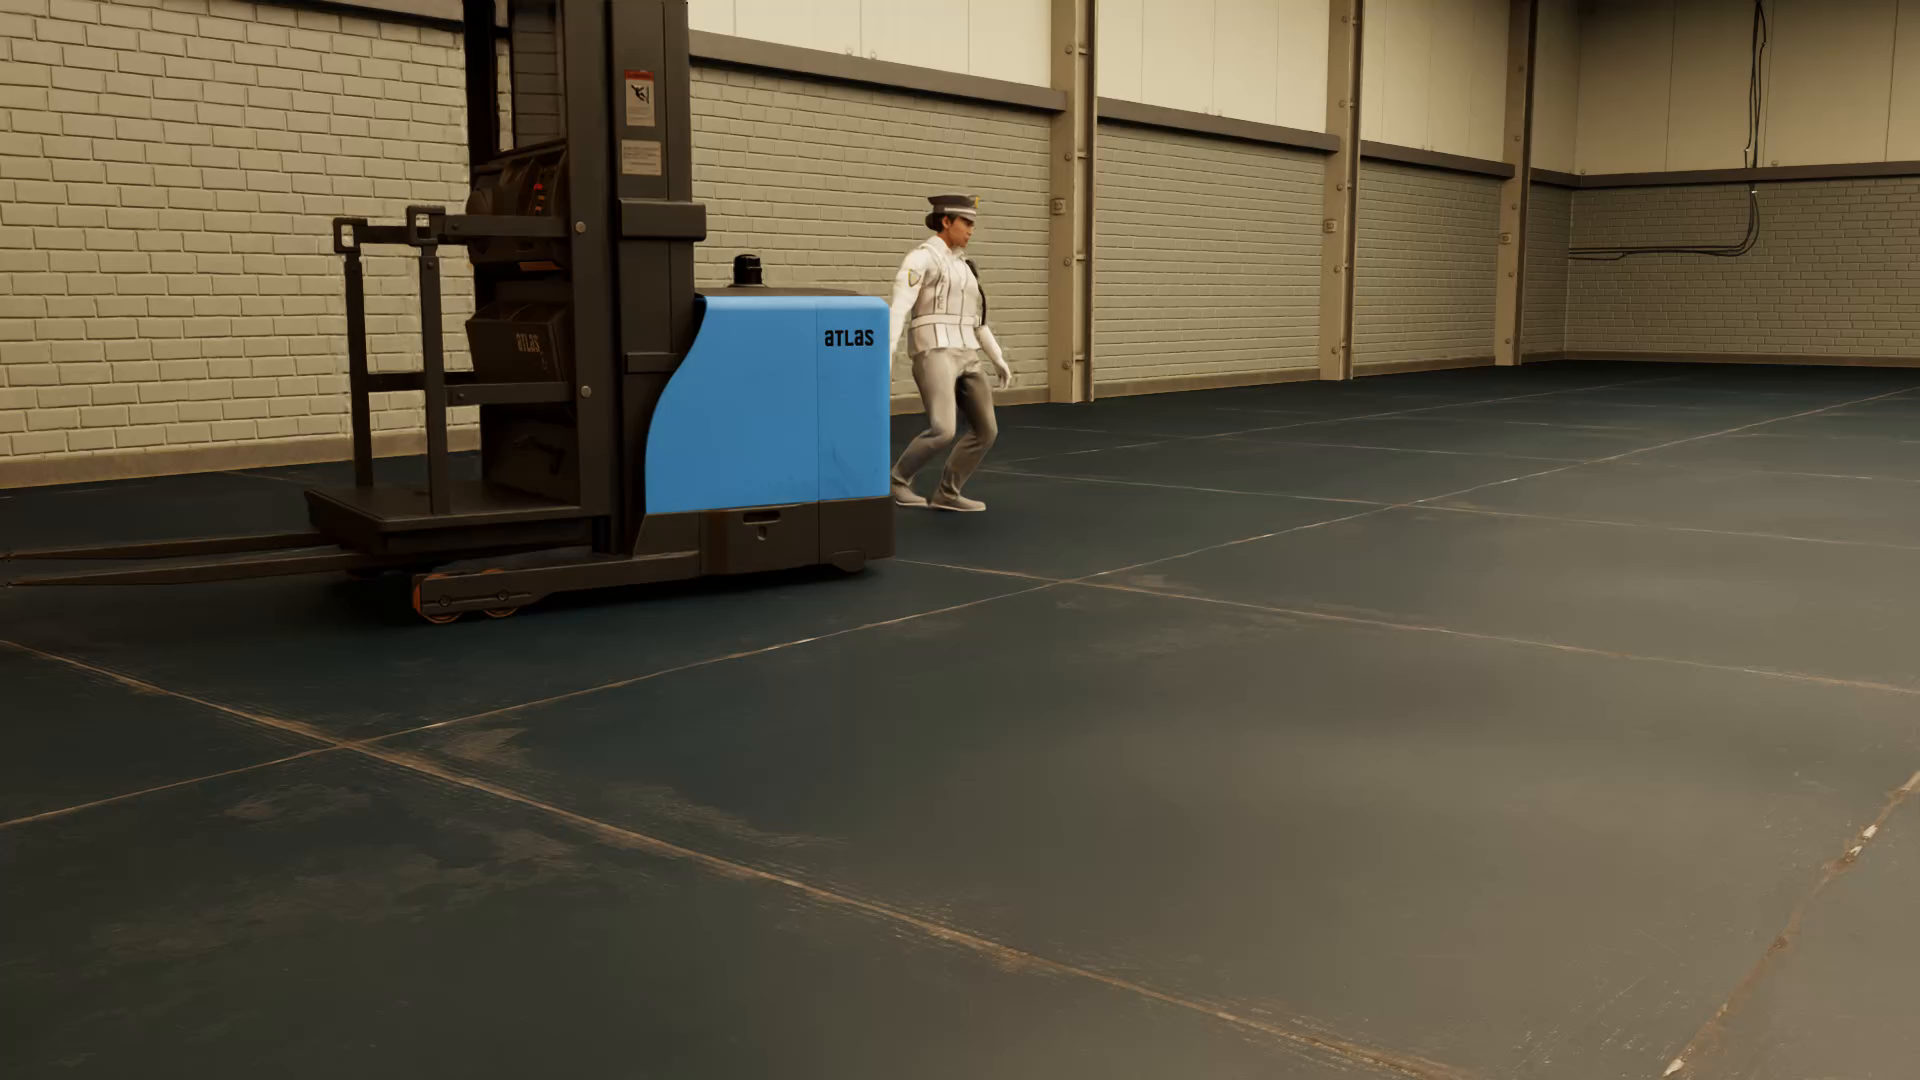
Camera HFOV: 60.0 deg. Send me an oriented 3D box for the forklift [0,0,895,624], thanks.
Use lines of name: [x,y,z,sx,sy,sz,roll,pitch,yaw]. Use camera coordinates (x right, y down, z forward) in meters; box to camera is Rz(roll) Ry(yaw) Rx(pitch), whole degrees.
forklift: [-1.768,-1.259,5.888,3.031,2.935,1.130,-5,10,-33]

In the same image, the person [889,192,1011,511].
person: [-0.083,-0.879,8.040,0.476,1.582,0.828,7,11,39]
